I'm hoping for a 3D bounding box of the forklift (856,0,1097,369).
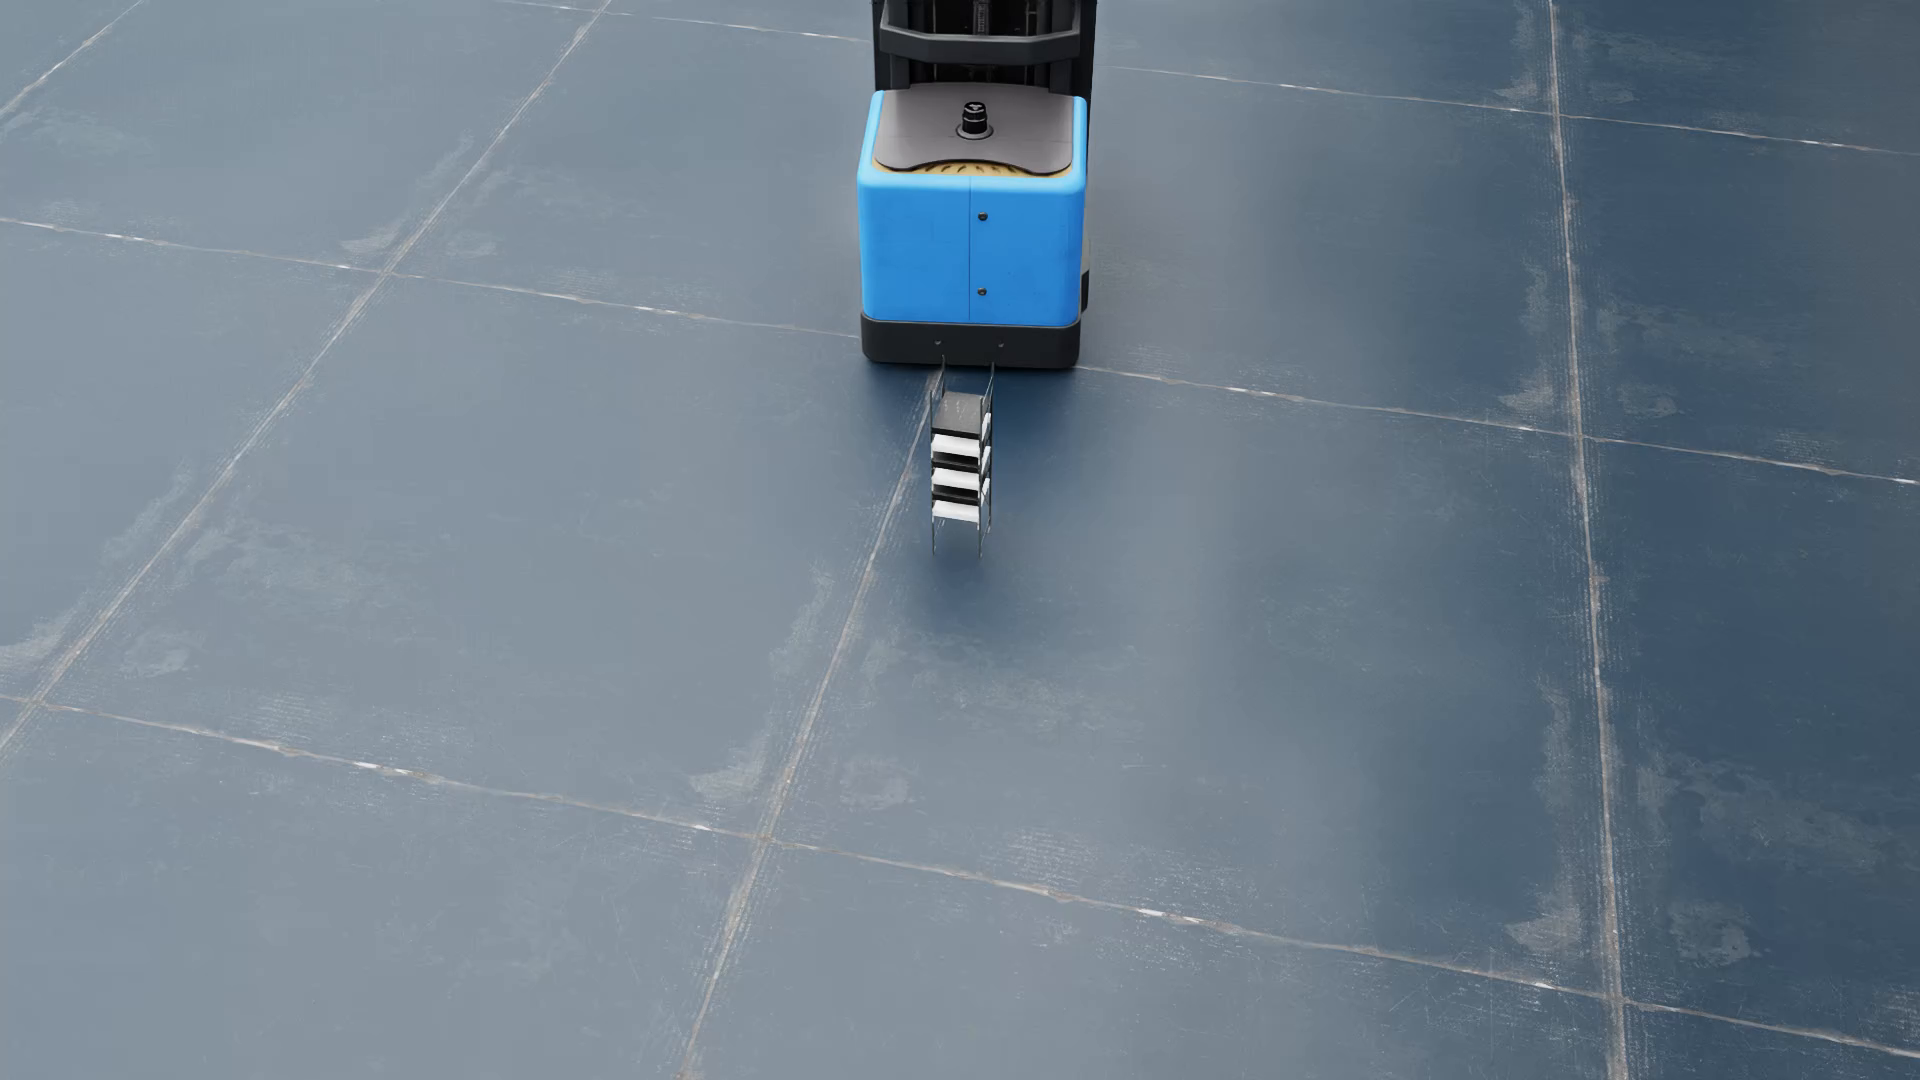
[{"bbox_3d":[0.133,-2.889,8.098,1.130,2.935,3.031,2,44,2],"label":"forklift"}]

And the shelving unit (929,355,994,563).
[{"bbox_3d":[0.008,-0.323,6.897,0.210,0.900,0.258,9,45,9],"label":"shelving unit"}]

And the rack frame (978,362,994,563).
[{"bbox_3d":[0.107,-0.308,6.881,0.006,0.900,0.240,9,45,9],"label":"rack frame"}]

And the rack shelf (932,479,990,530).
[{"bbox_3d":[0.008,-0.169,7.045,0.200,0.077,0.258,9,45,9],"label":"rack shelf"}]

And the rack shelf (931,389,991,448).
[{"bbox_3d":[0.008,-0.493,6.733,0.200,0.077,0.258,9,45,9],"label":"rack shelf"}]

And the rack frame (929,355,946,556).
[{"bbox_3d":[-0.091,-0.338,6.913,0.006,0.900,0.240,9,45,9],"label":"rack frame"}]

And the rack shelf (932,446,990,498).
[{"bbox_3d":[0.008,-0.299,6.920,0.200,0.077,0.258,9,45,9],"label":"rack shelf"}]

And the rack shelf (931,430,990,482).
[{"bbox_3d":[0.008,-0.364,6.857,0.200,0.077,0.258,9,45,9],"label":"rack shelf"}]

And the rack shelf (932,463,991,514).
[{"bbox_3d":[0.008,-0.234,6.982,0.200,0.077,0.258,9,45,9],"label":"rack shelf"}]

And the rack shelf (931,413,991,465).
[{"bbox_3d":[0.008,-0.429,6.795,0.200,0.077,0.258,9,45,9],"label":"rack shelf"}]
